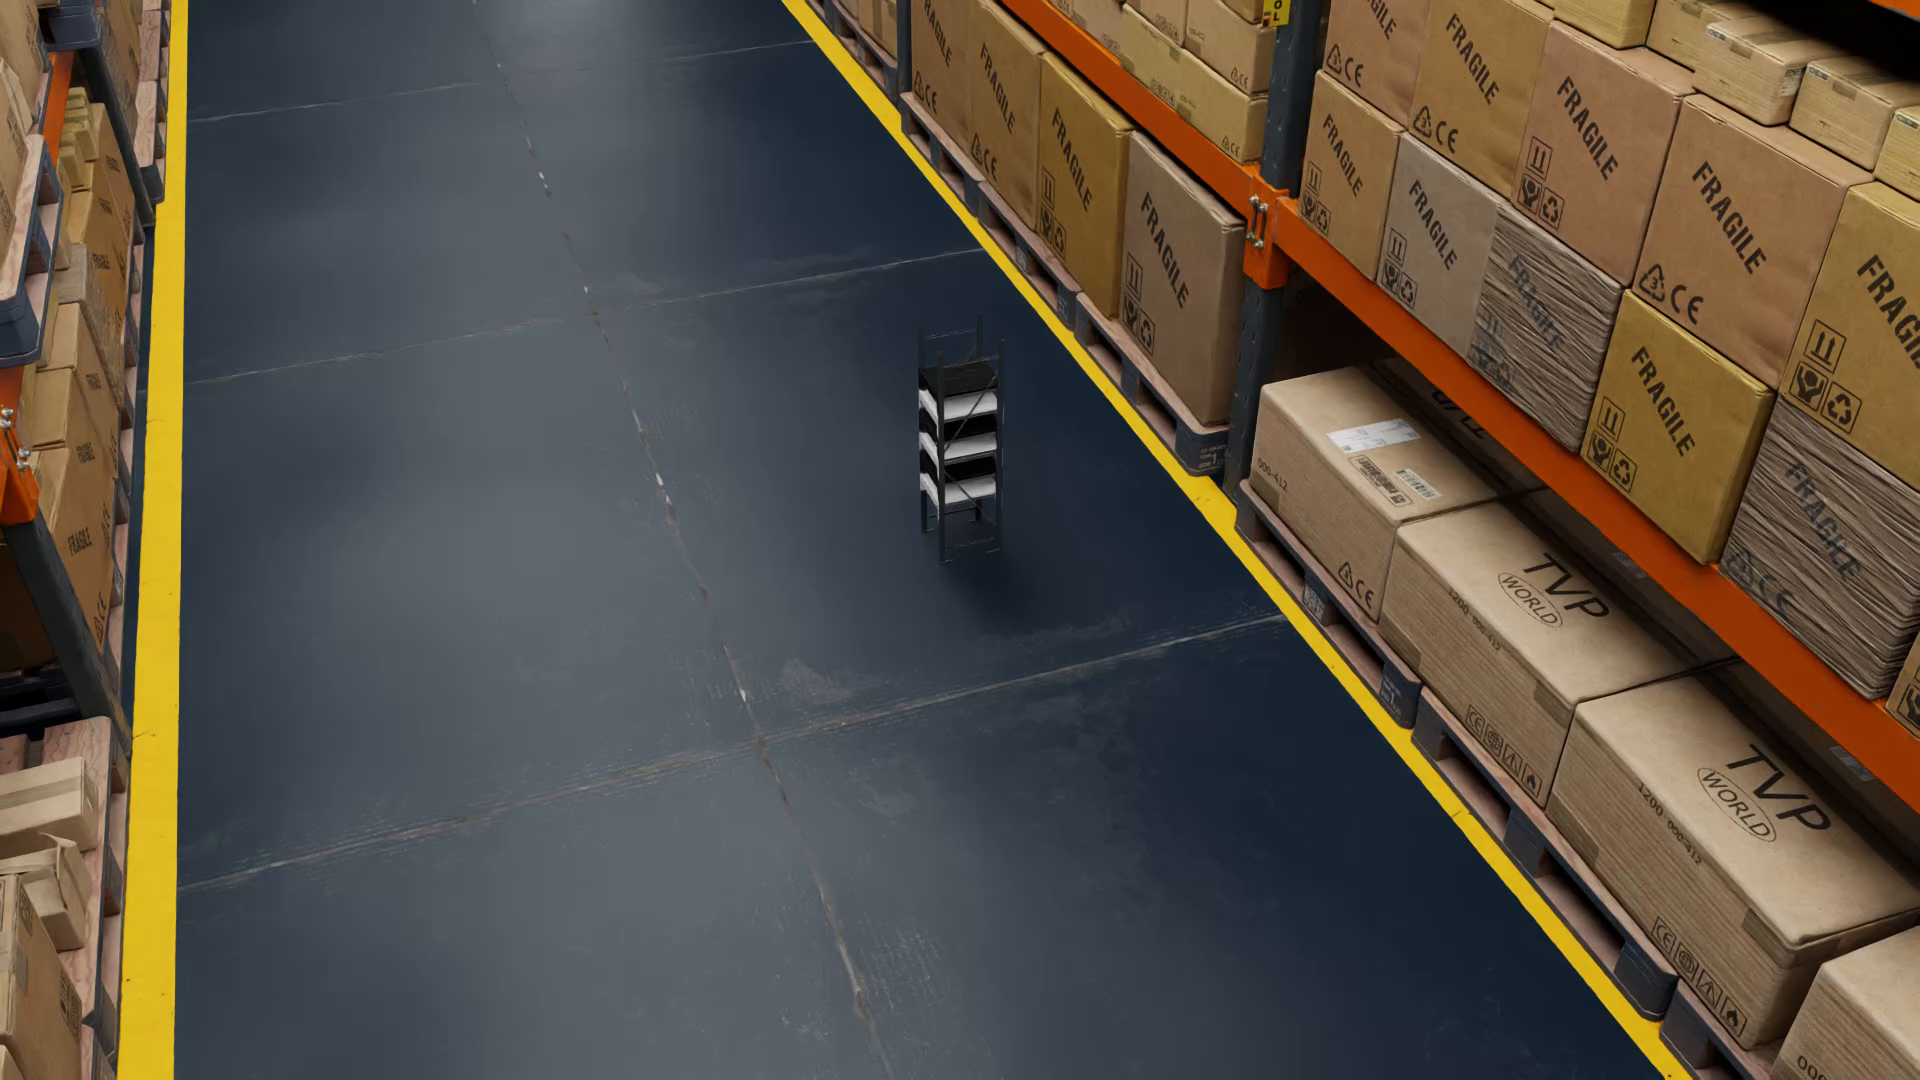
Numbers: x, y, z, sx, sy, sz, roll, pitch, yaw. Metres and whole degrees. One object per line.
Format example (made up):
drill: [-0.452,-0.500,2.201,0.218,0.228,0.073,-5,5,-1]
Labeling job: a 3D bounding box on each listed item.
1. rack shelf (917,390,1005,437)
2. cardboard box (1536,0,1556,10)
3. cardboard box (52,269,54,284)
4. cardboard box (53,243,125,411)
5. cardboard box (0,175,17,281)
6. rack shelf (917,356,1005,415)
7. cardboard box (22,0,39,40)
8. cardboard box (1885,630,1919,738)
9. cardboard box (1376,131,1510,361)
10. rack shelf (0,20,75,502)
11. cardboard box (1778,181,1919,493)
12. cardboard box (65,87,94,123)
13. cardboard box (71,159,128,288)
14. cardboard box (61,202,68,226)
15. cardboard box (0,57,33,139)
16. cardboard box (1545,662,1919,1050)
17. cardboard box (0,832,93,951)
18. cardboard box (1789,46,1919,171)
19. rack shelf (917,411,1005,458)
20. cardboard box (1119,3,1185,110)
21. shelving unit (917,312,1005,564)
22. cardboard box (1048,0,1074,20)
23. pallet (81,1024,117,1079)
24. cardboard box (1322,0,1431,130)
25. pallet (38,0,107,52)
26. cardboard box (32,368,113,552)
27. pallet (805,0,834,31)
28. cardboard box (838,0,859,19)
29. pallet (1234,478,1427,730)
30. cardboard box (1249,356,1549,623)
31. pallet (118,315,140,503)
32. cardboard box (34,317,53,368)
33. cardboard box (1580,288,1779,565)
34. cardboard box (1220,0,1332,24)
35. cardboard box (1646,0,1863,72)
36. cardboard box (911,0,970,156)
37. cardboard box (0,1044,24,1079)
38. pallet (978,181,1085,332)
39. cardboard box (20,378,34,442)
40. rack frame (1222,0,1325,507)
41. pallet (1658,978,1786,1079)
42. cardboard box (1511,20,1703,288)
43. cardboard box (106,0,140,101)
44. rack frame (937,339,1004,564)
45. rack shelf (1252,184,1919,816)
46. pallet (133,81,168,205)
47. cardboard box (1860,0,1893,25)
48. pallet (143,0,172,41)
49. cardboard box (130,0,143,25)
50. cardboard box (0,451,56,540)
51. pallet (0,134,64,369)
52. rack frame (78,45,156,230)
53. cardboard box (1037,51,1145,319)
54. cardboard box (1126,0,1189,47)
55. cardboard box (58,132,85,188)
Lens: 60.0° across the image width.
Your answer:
rack shelf: [0.003,-0.472,5.885,0.258,0.077,0.200,-12,39,-16]
cardboard box: [1.639,-1.498,4.292,0.380,0.149,0.250,-13,39,-16]
cardboard box: [-3.646,-0.989,6.260,0.380,0.149,0.250,-12,39,-16]
cardboard box: [-3.632,-0.797,6.544,0.500,0.500,0.500,-14,39,-18]
cardboard box: [-3.100,-0.959,4.598,0.700,0.500,0.500,-11,38,-15]
rack shelf: [0.003,-0.544,5.831,0.258,0.077,0.200,-12,39,-16]
cardboard box: [-3.785,-2.017,6.000,0.797,0.503,0.637,-13,39,-17]
cardboard box: [2.319,0.253,3.337,0.500,0.500,0.500,-13,39,-17]
cardboard box: [1.600,-0.897,4.865,0.500,0.500,0.500,-12,39,-16]
rack shelf: [-3.832,-1.275,6.047,1.077,0.370,4.000,-12,39,-16]
cardboard box: [2.128,-0.434,3.419,0.500,0.500,0.500,-13,39,-16]
cardboard box: [-4.113,-1.894,7.460,0.380,0.149,0.250,-14,39,-18]
cardboard box: [-4.011,-1.382,7.320,0.500,0.500,0.500,-13,39,-17]
cardboard box: [-3.806,-1.289,6.657,0.380,0.149,0.250,-13,39,-17]
cardboard box: [-3.262,-1.410,5.392,0.396,0.266,0.258,-11,38,-14]
cardboard box: [2.248,0.786,4.494,0.875,0.438,0.875,-11,38,-15]
cardboard box: [-2.553,0.948,4.422,0.396,0.266,0.258,-11,38,-14]
cardboard box: [2.017,-0.924,3.530,0.380,0.149,0.250,-11,38,-14]
rack shelf: [0.003,-0.400,5.939,0.258,0.077,0.200,-12,39,-16]
cardboard box: [0.950,-1.891,6.392,0.500,0.250,0.500,-13,39,-17]
shelving unit: [0.003,-0.355,5.973,0.258,0.900,0.210,-12,39,-16]
cardboard box: [0.613,-2.471,7.162,0.500,0.250,0.500,-12,39,-16]
pallet: [-2.485,1.760,3.738,1.003,0.211,1.213,-12,39,-16]
cardboard box: [1.452,-1.582,4.943,0.500,0.500,0.500,-12,39,-16]
pallet: [-4.221,-2.247,6.899,1.213,0.211,1.003,-12,39,-16]
cardboard box: [-3.292,-0.220,5.778,0.500,0.500,0.500,-13,39,-17]
pallet: [-0.545,-3.738,11.036,1.003,0.211,1.213,-12,39,-16]
cardboard box: [-0.308,-3.576,10.340,0.950,0.372,0.625,-13,39,-17]
pallet: [1.704,0.098,5.945,1.003,0.211,1.213,-12,39,-16]
cardboard box: [1.631,-0.229,5.842,0.875,0.438,0.875,-13,39,-17]
pallet: [-3.883,-0.460,6.686,1.003,0.211,1.213,-12,39,-16]
cardboard box: [-3.442,-0.702,5.879,0.380,0.149,0.250,-13,39,-16]
cardboard box: [1.943,-0.324,4.104,0.500,0.500,0.500,-11,38,-15]
cardboard box: [1.126,-2.102,5.633,0.500,0.500,0.500,-11,38,-14]
cardboard box: [1.867,-1.217,3.919,0.380,0.149,0.250,-13,39,-16]
cardboard box: [0.299,-2.633,8.670,0.875,0.875,0.875,-13,39,-16]
cardboard box: [-2.235,1.483,3.517,0.500,0.500,0.500,-12,39,-15]
pallet: [0.756,-1.459,8.011,1.003,0.211,1.213,-12,39,-16]
cardboard box: [-3.284,-0.401,5.479,0.380,0.149,0.250,-14,39,-18]
rack frame: [1.515,-1.462,5.698,1.000,3.000,0.127,-12,39,-16]
pallet: [2.543,1.476,4.115,1.003,0.211,1.213,-12,39,-16]
cardboard box: [1.786,-1.004,4.175,0.500,0.500,0.500,-12,39,-15]
cardboard box: [-4.954,-2.634,8.878,0.875,0.625,0.625,-11,38,-14]
rack frame: [0.038,-0.297,5.897,0.240,0.900,0.006,-12,39,-16]
rack shelf: [2.204,-0.045,4.414,1.077,0.370,4.000,-12,39,-16]
pallet: [-4.767,-2.051,8.798,1.003,0.211,1.213,-12,39,-16]
cardboard box: [2.301,-1.317,4.052,0.380,0.149,0.250,-13,39,-17]
pallet: [-5.607,-3.429,10.627,1.003,0.211,1.213,-12,39,-16]
cardboard box: [-5.447,-3.438,9.946,0.875,0.625,0.625,-13,39,-16]
cardboard box: [-3.017,-0.118,5.103,0.380,0.149,0.250,-11,38,-14]
pallet: [-3.316,-0.829,5.018,1.003,0.211,1.213,-12,39,-16]
rack frame: [-4.520,-2.692,7.330,1.000,3.000,0.127,-12,39,-16]
cardboard box: [0.909,-1.623,7.329,0.875,0.875,0.875,-11,38,-15]
cardboard box: [0.956,-2.081,6.229,0.500,0.250,0.500,-12,38,-15]
cardboard box: [-3.940,-1.588,7.054,0.380,0.149,0.250,-14,39,-17]
